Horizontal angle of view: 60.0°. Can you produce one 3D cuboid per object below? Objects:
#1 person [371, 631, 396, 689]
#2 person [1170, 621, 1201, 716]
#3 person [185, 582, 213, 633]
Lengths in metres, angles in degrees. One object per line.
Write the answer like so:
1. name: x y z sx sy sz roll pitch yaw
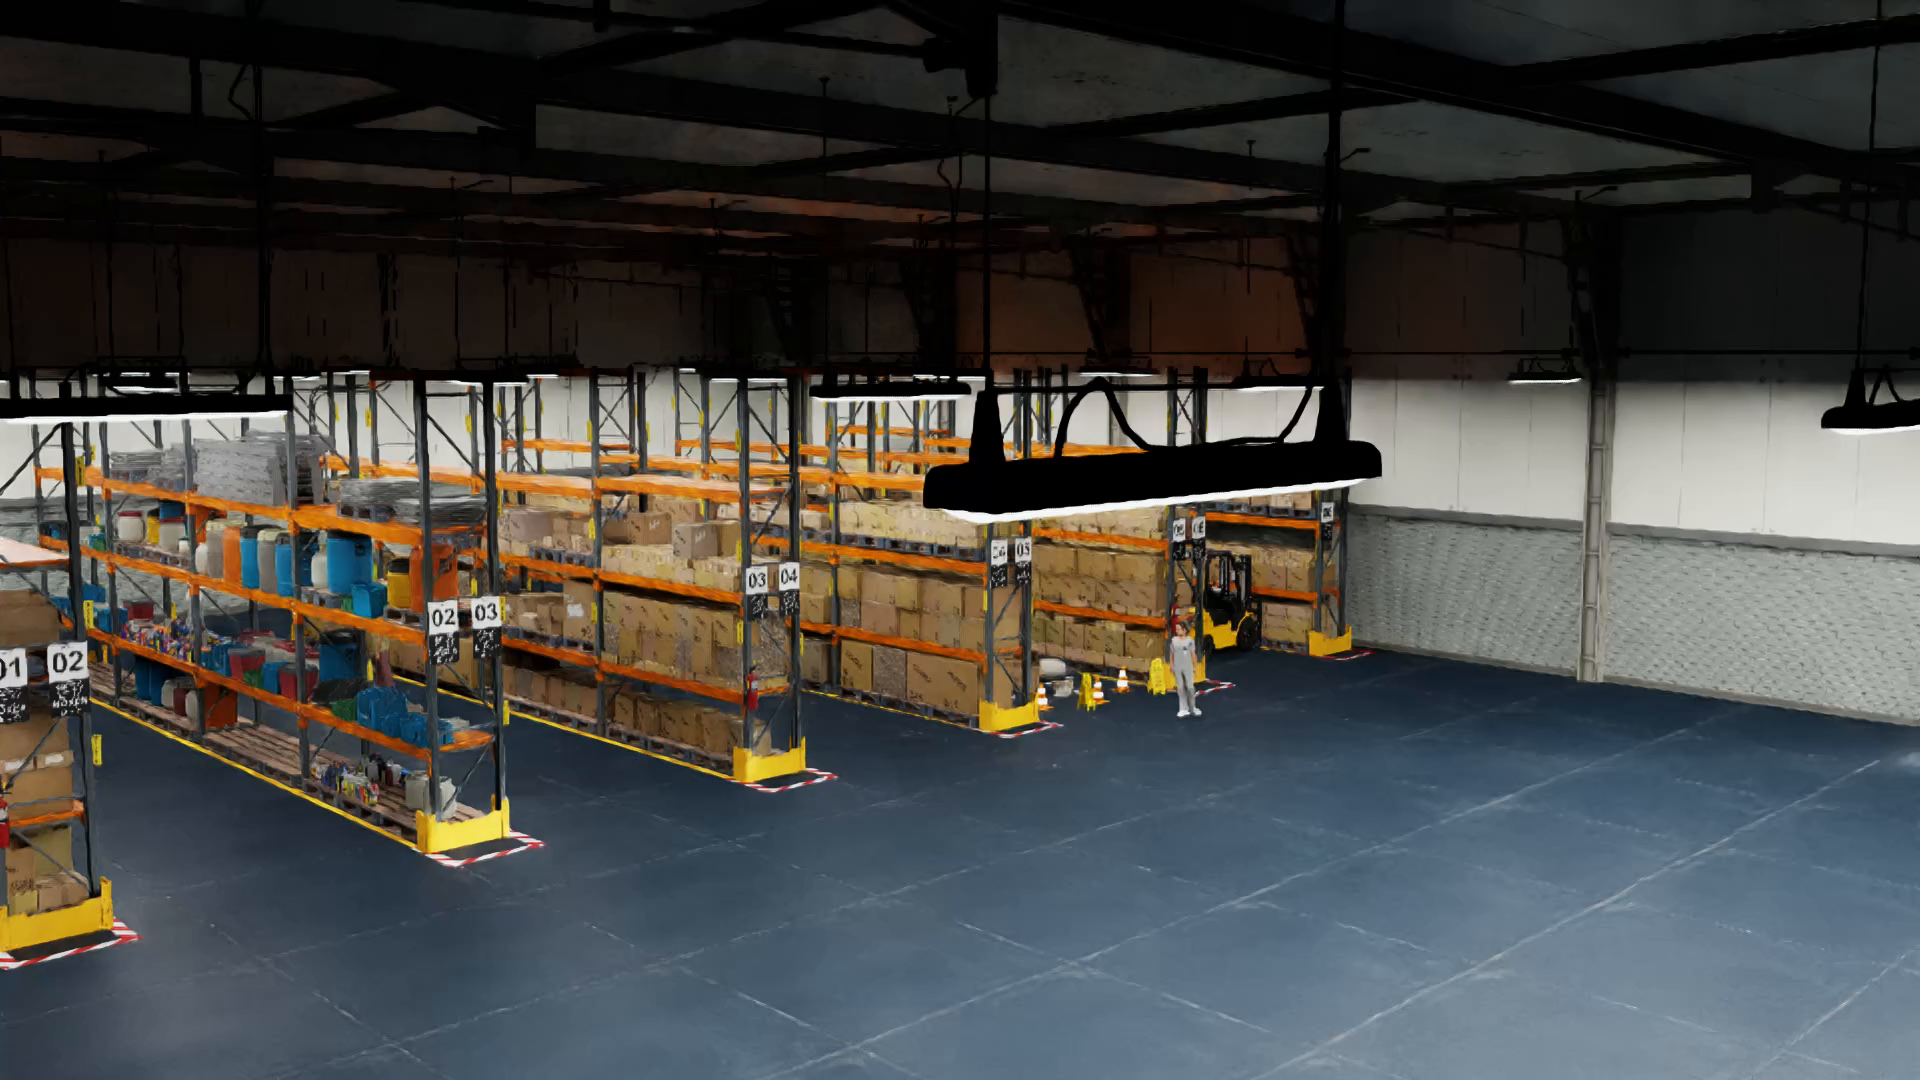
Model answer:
1. person: -10.683 2.037 30.593 0.564 1.666 0.535 -2 7 -14
2. person: 3.928 2.232 28.939 0.568 1.665 0.397 2 7 20
3. person: -16.928 1.285 36.861 0.533 1.758 0.723 -1 7 -10
